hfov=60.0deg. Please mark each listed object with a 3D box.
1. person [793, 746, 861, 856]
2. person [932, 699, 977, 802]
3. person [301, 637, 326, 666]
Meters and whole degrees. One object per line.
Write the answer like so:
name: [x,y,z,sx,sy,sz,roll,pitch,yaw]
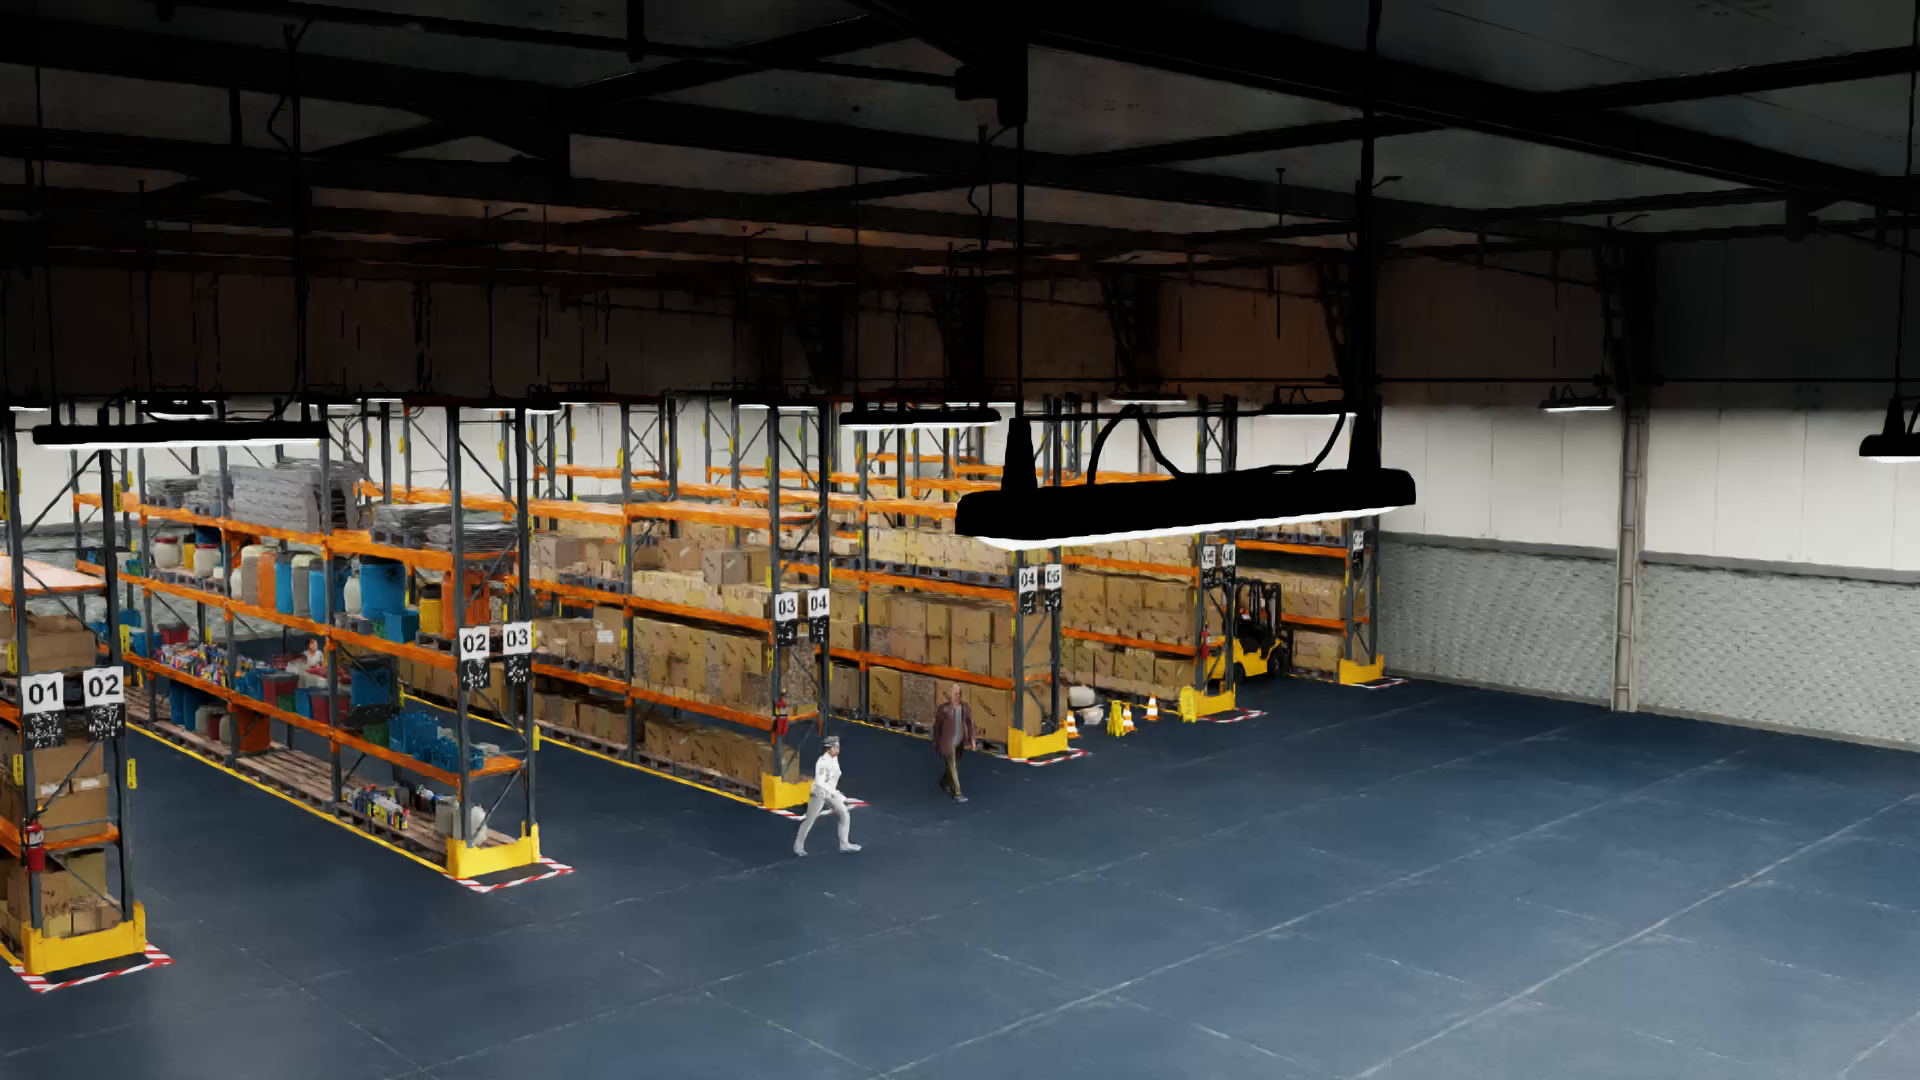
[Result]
person: [-1.812,3.394,22.120,0.795,1.589,0.642,3,6,28]
person: [-0.067,3.132,25.077,0.576,1.514,1.090,-4,7,-34]
person: [-11.972,2.574,30.628,0.507,1.619,0.580,5,8,44]
